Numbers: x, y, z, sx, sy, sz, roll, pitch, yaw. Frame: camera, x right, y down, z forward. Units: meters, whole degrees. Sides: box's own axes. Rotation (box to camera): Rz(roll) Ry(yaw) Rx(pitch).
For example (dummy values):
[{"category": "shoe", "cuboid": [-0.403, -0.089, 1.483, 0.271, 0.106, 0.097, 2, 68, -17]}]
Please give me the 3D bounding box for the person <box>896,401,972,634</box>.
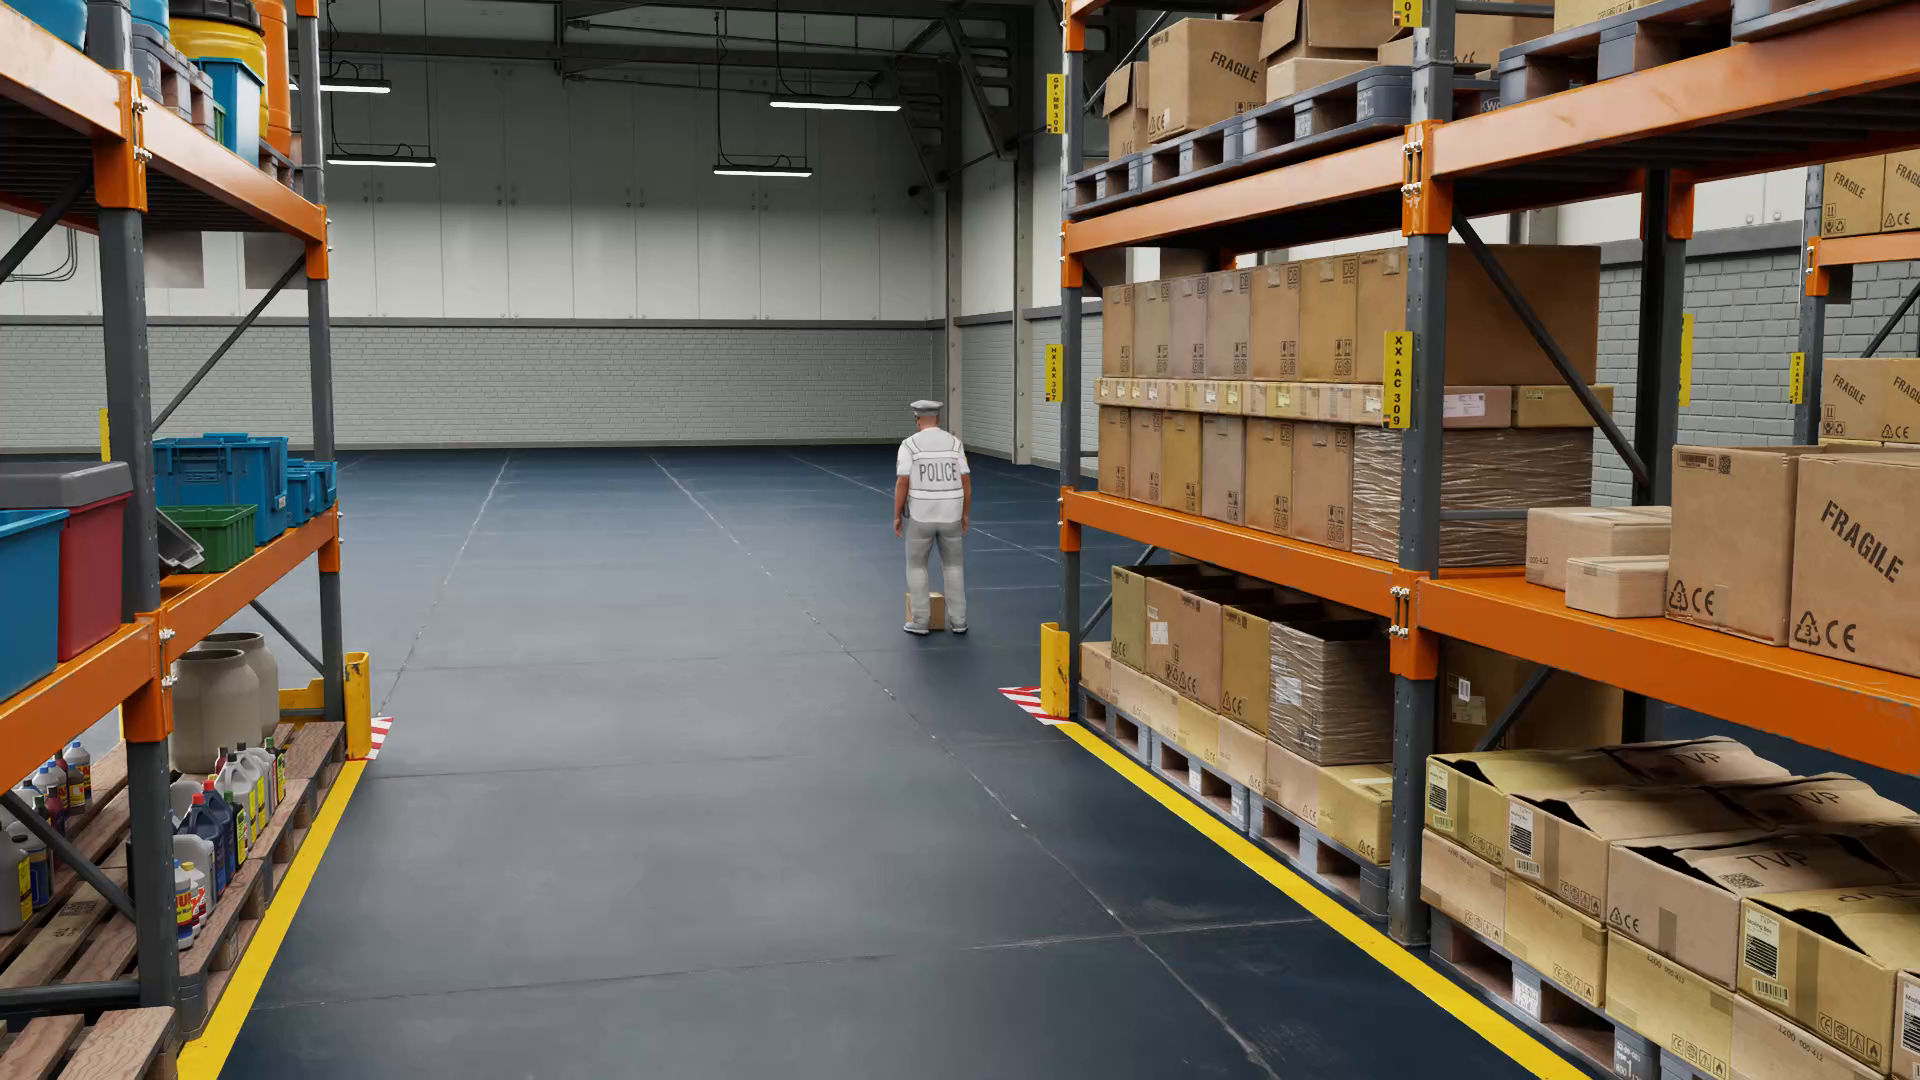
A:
[{"category": "person", "cuboid": [-0.193, -0.169, 12.497, 0.585, 1.748, 0.432, -2, 6, -14]}]
